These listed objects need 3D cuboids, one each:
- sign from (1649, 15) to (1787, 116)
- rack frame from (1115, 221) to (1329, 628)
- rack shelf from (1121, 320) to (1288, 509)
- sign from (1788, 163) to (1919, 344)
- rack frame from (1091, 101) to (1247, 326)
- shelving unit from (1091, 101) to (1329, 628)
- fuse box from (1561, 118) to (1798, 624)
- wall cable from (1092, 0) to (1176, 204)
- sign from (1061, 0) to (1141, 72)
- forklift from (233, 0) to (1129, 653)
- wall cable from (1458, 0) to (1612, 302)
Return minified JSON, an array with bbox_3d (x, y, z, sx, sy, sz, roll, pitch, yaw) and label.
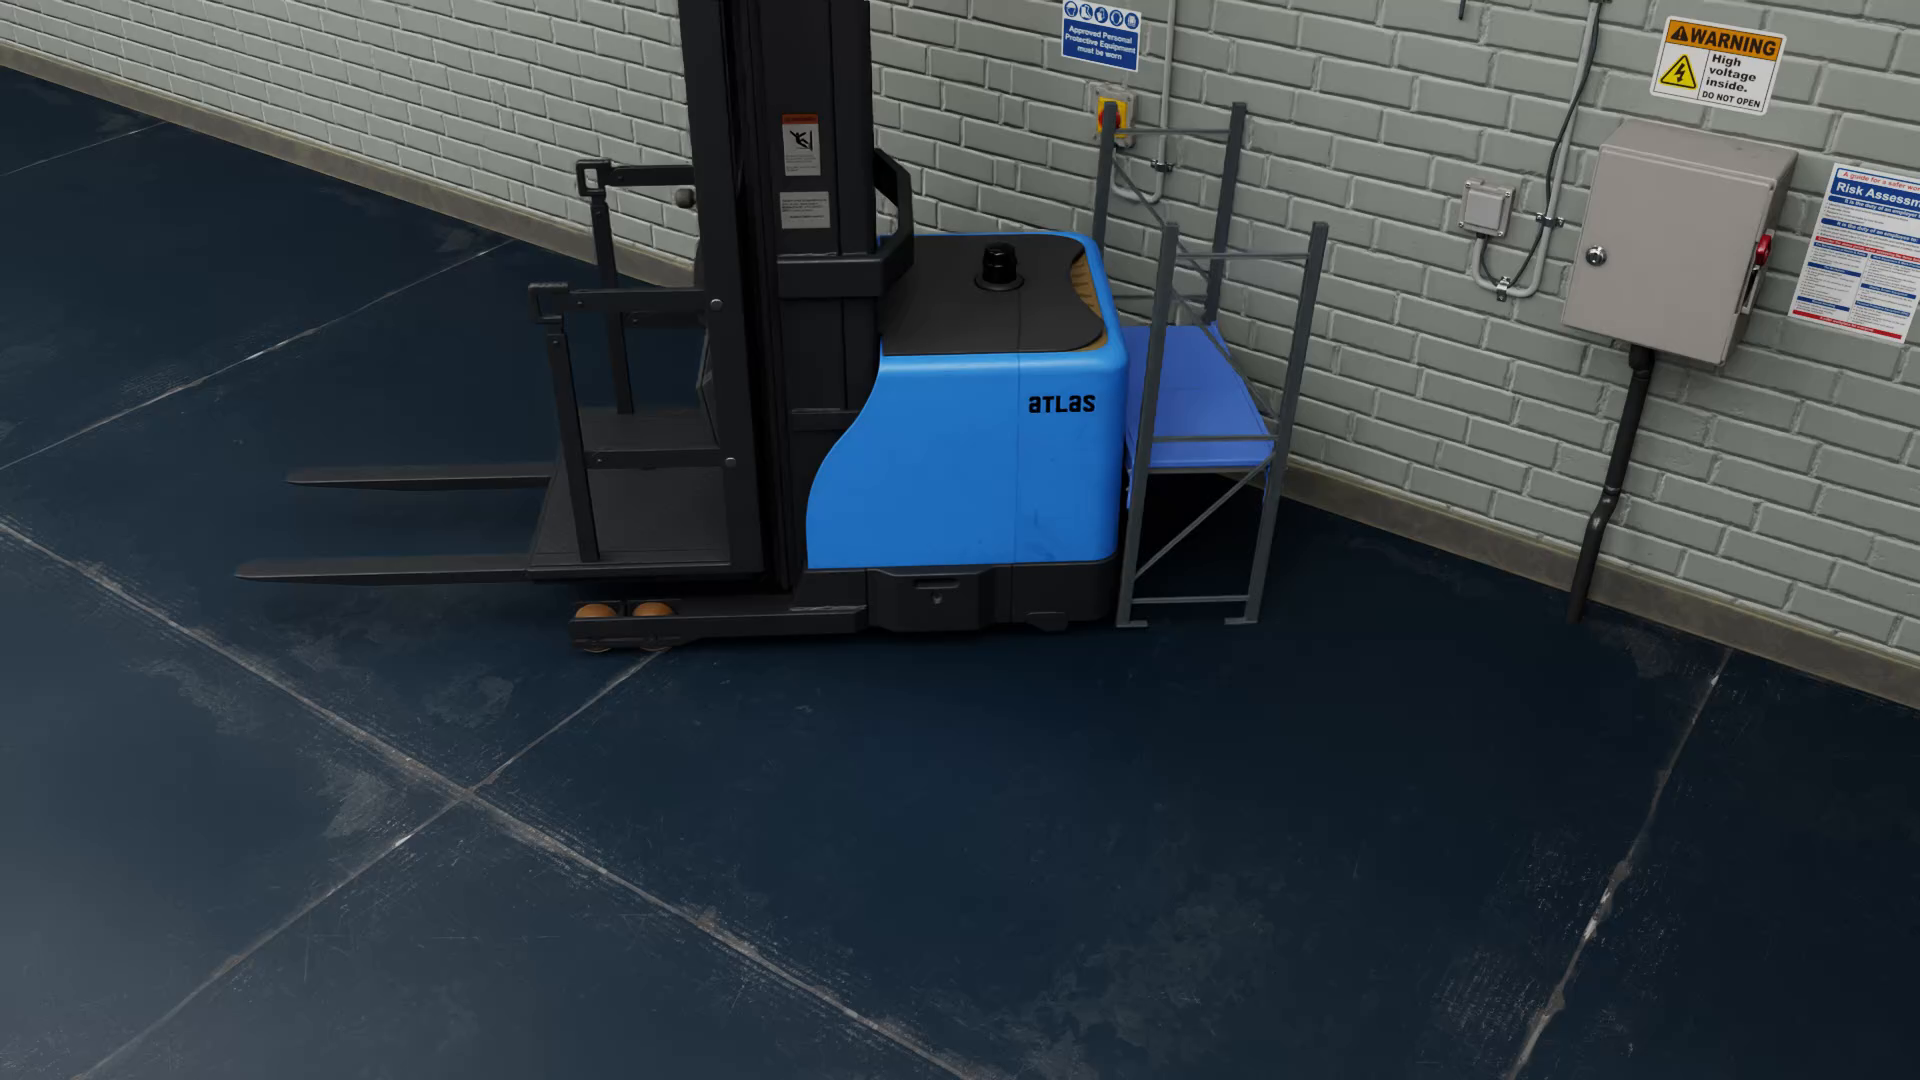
[{"bbox_3d":[2.230,-1.399,4.904,0.339,0.242,0.001,21,39,28],"label":"sign"},{"bbox_3d":[0.821,-0.325,5.378,0.500,1.500,0.032,-1,35,-6],"label":"rack frame"},{"bbox_3d":[0.762,-0.467,5.895,0.538,0.185,1.000,-1,35,-6],"label":"rack shelf"},{"bbox_3d":[2.681,-0.842,4.903,0.329,0.494,0.001,21,39,28],"label":"sign"},{"bbox_3d":[0.718,-0.904,6.208,0.500,1.500,0.032,-1,35,-6],"label":"rack frame"},{"bbox_3d":[0.770,-0.614,5.793,0.538,1.500,1.048,-1,35,-6],"label":"shelving unit"},{"bbox_3d":[2.158,-0.411,5.330,0.539,1.711,0.414,21,39,28],"label":"fuse box"},{"bbox_3d":[0.515,-2.116,5.767,0.585,1.953,0.123,21,39,28],"label":"wall cable"},{"bbox_3d":[0.510,-1.838,6.049,0.327,0.218,0.001,21,39,28],"label":"sign"},{"bbox_3d":[-0.984,-1.134,5.311,3.031,2.935,1.130,-2,34,-2],"label":"forklift"},{"bbox_3d":[1.687,-1.656,5.114,0.588,1.984,0.122,21,39,28],"label":"wall cable"}]
